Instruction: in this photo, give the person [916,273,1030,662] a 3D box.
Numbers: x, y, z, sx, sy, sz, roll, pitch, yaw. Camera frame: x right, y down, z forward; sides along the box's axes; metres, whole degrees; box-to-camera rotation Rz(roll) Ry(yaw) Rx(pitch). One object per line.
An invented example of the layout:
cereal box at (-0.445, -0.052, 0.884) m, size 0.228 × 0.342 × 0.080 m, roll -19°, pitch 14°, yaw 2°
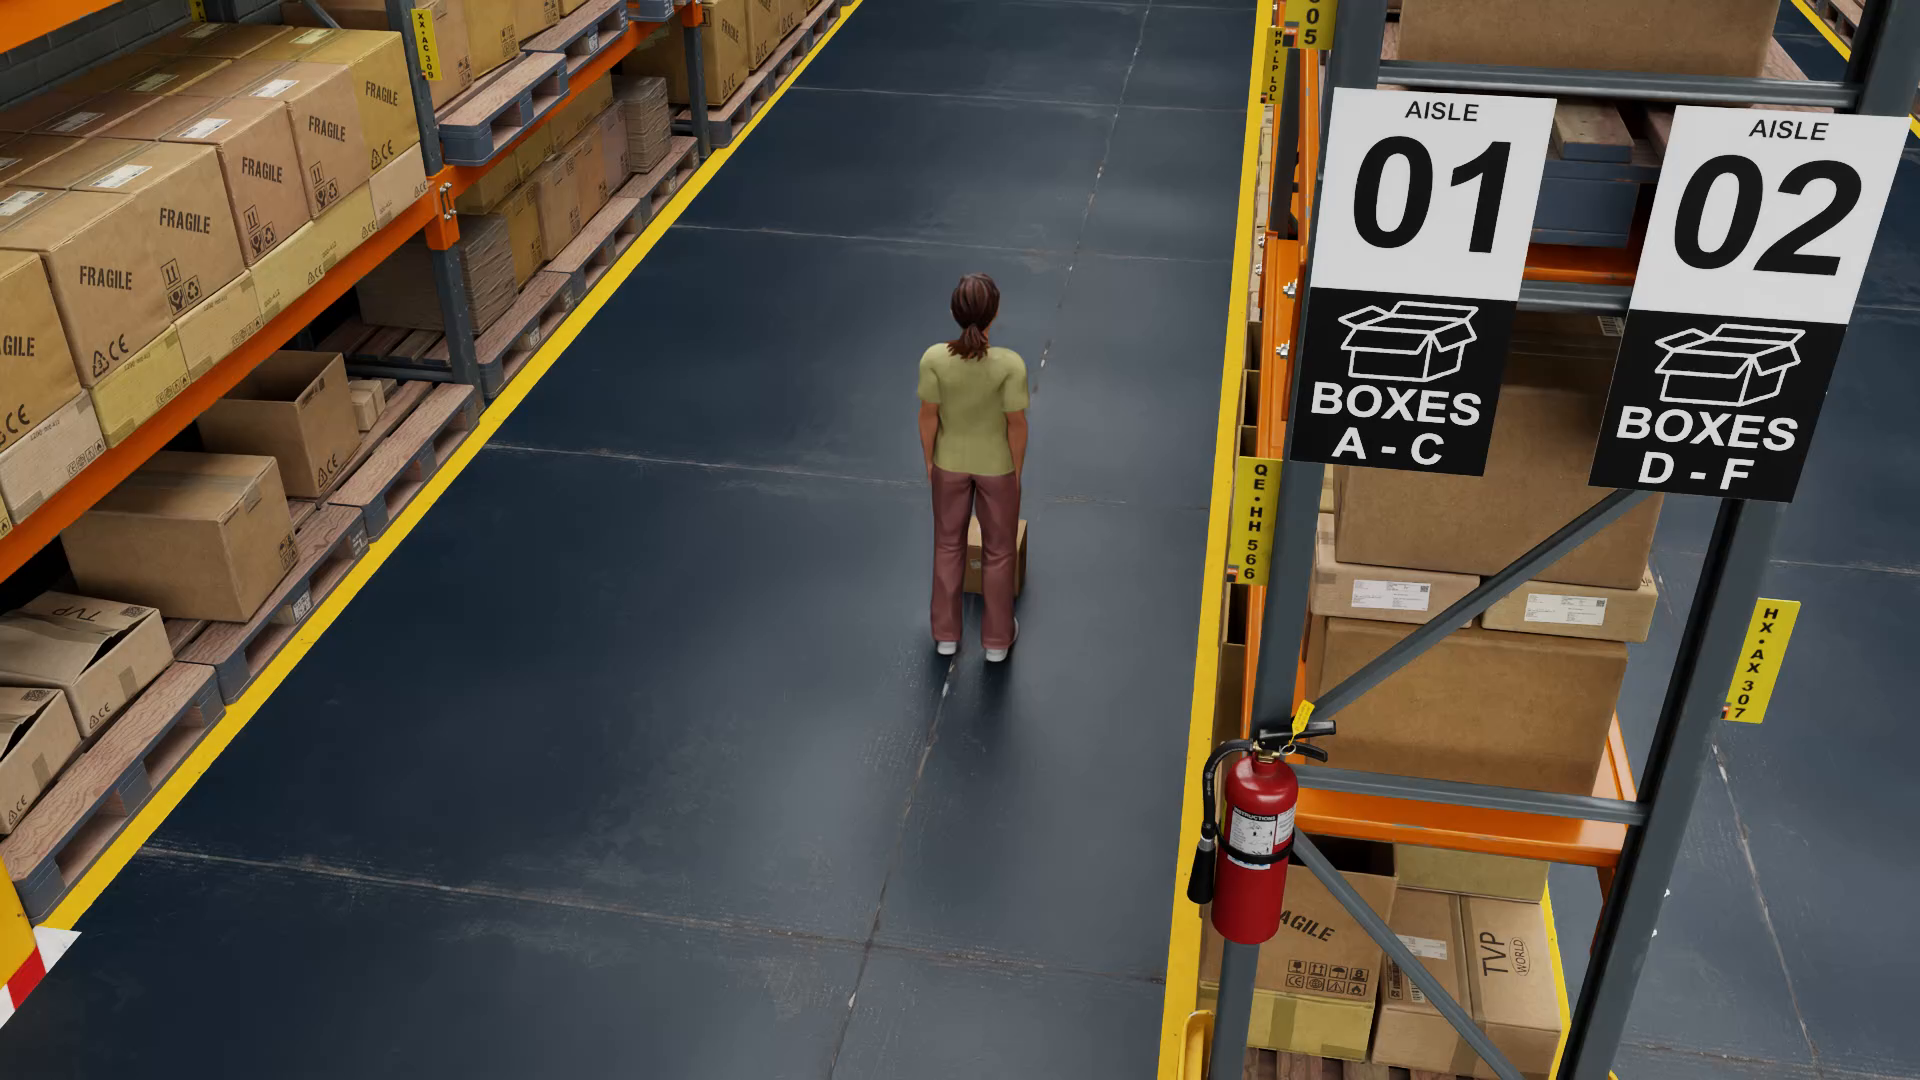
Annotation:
person at (0.058, -0.271, 6.569) m, size 0.439 × 1.673 × 0.359 m, roll 6°, pitch 33°, yaw 10°
